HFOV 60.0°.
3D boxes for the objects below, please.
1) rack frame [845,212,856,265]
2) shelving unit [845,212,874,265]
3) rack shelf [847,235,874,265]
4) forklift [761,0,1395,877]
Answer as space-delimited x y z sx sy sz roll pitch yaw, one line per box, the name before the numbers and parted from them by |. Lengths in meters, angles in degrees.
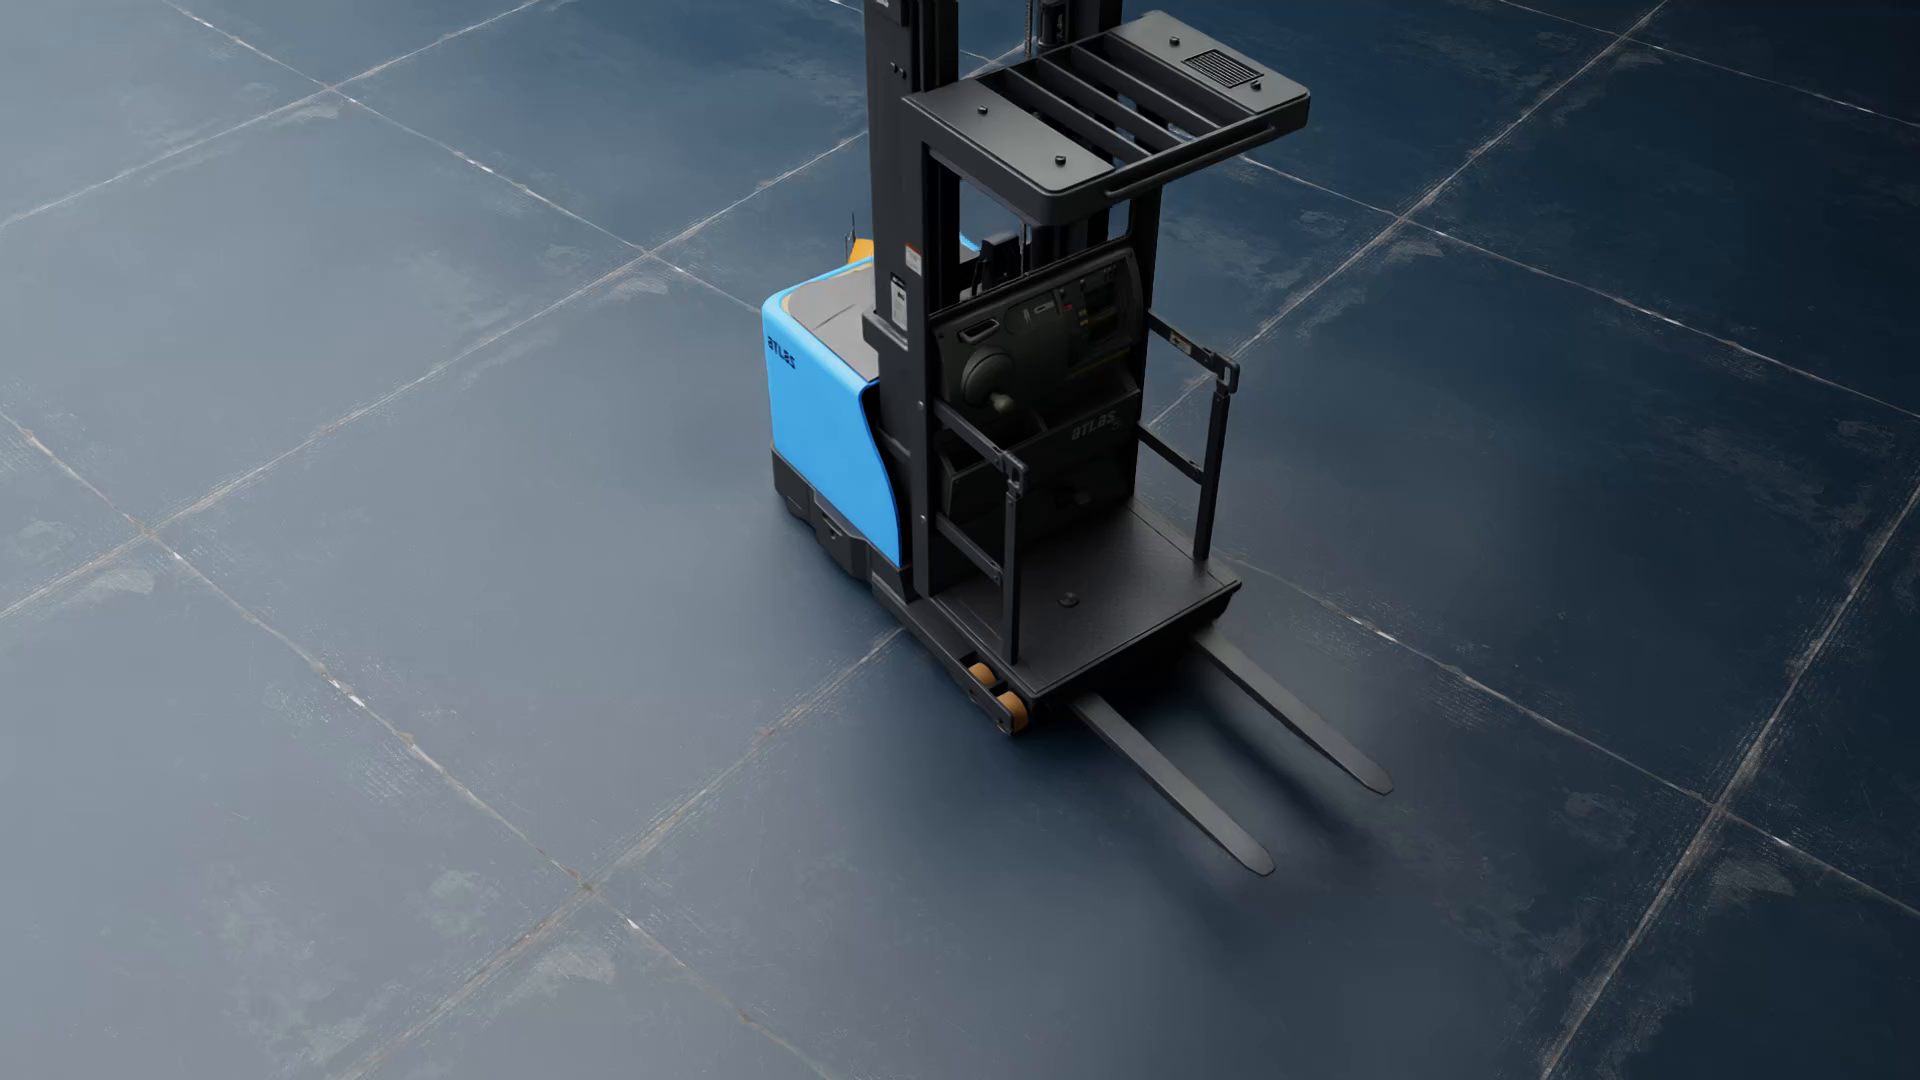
rack frame | -0.493 -1.025 7.780 0.008 1.050 0.200 5 43 6
shelving unit | -0.372 -1.015 7.768 0.252 1.050 0.215 5 43 6
rack shelf | -0.372 -1.217 7.584 0.240 0.259 0.215 5 43 6
forklift | 0.431 -0.696 6.019 1.130 2.935 3.031 -26 49 -26
